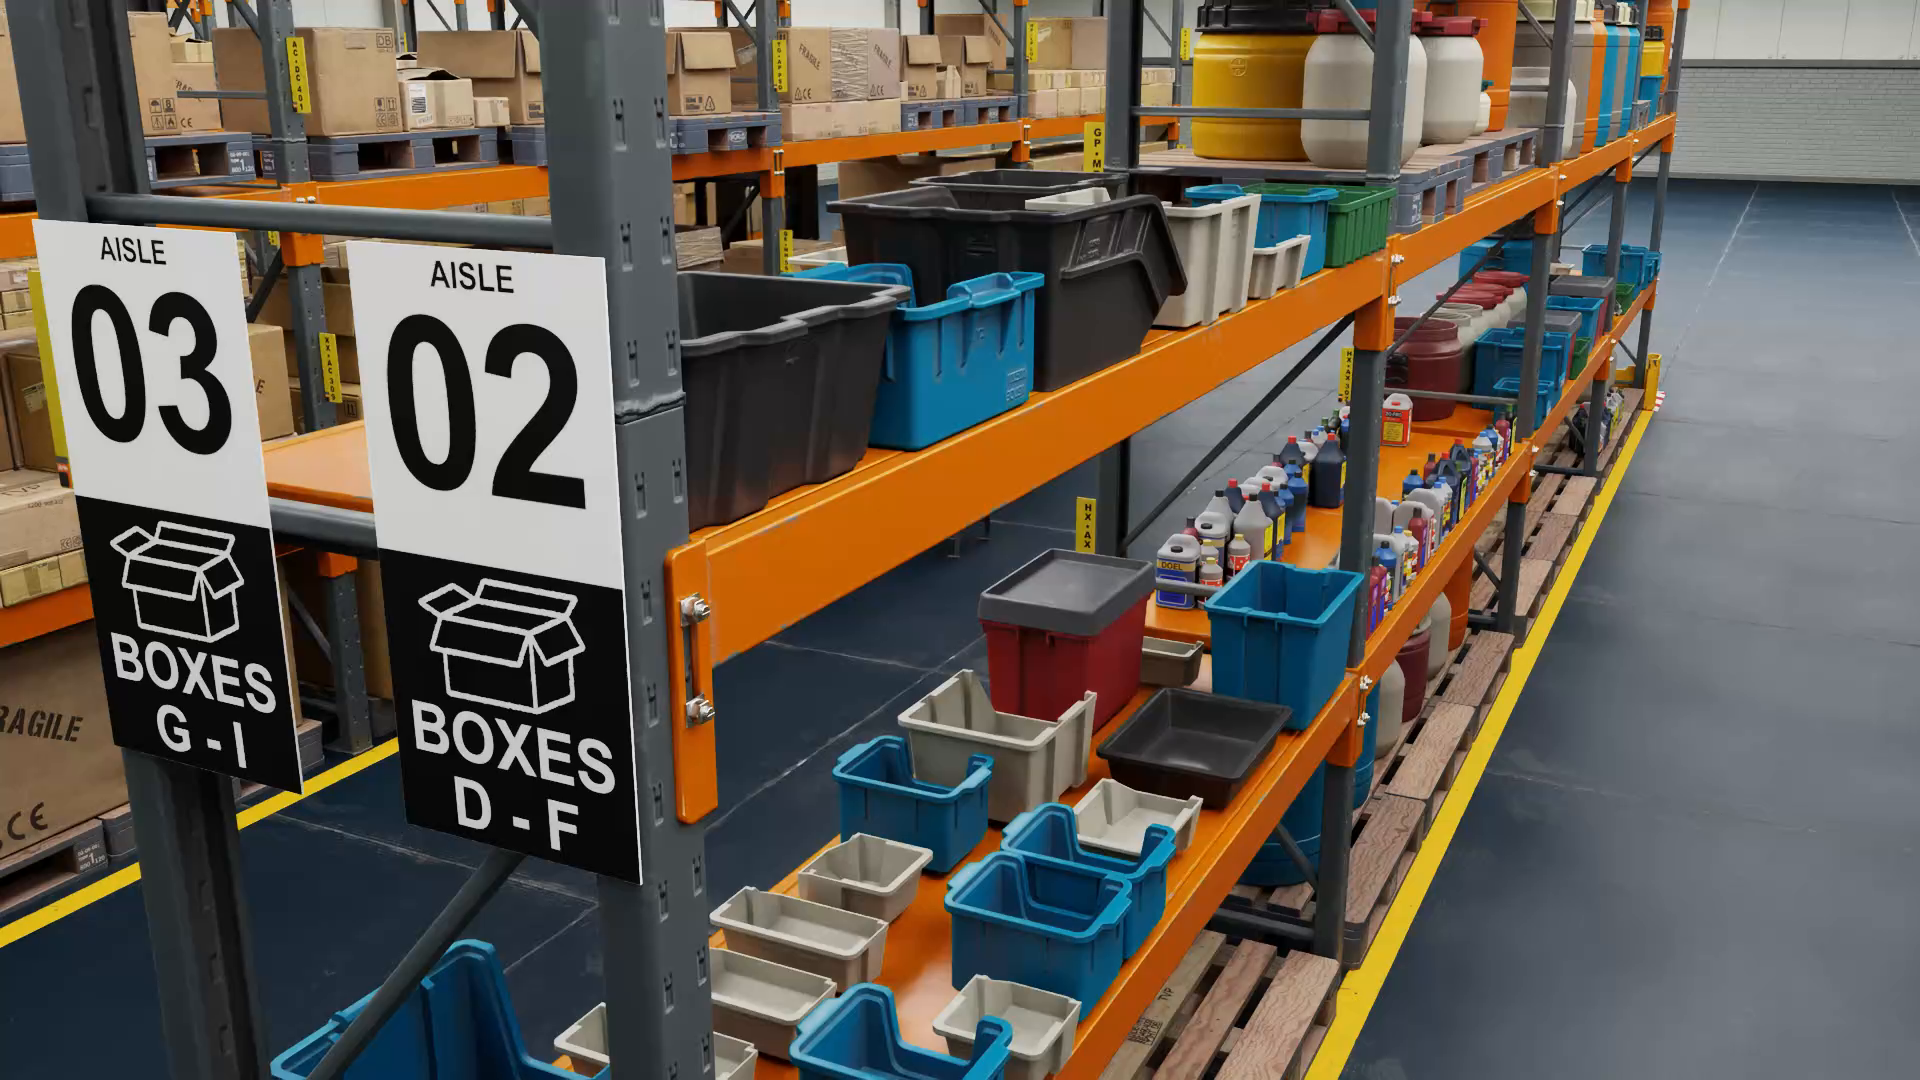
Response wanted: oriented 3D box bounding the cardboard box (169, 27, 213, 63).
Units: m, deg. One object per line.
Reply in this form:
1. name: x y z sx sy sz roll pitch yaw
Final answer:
1. cardboard box: -6.010 -3.818 12.821 0.396 0.266 0.258 8 18 25

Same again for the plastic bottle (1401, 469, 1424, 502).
1. plastic bottle: 2.074 -0.192 7.628 0.097 0.271 0.097 0 17 0

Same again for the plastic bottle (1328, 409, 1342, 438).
1. plastic bottle: 1.972 -0.543 8.788 0.061 0.283 0.133 8 18 25

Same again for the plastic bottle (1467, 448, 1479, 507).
1. plastic bottle: 2.452 -0.310 8.003 0.061 0.283 0.133 8 18 25

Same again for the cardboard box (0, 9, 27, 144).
1. cardboard box: -3.997 -1.817 6.516 0.700 0.500 0.500 9 19 28

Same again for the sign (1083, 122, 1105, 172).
1. sign: 0.483 -1.308 5.875 0.100 0.325 0.005 8 18 25

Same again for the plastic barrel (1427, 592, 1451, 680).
1. plastic barrel: 2.386 0.459 8.842 0.421 0.512 0.421 0 17 0

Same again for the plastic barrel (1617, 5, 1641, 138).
1. plastic barrel: 4.516 -3.354 11.899 0.600 0.901 0.708 8 18 25

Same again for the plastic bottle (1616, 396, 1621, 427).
1. plastic bottle: 5.709 -1.137 14.596 0.152 0.276 0.135 8 18 24

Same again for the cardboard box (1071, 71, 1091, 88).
1. cardboard box: 1.006 -4.331 15.634 0.380 0.149 0.250 8 18 24

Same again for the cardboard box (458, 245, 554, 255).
1. cardboard box: -2.598 -1.451 9.705 0.797 0.503 0.637 9 19 27

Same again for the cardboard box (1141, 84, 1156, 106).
1. cardboard box: 1.697 -4.565 17.121 0.500 0.250 0.500 8 18 26

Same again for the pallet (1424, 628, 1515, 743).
1. pallet: 2.447 0.729 9.200 1.003 0.211 1.213 8 18 25

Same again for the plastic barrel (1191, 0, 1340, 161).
1. plastic barrel: 1.201 -1.783 6.422 0.600 0.588 0.600 0 17 0

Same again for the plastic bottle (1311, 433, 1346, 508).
1. plastic bottle: 1.781 -0.343 7.997 0.144 0.351 0.185 8 18 25

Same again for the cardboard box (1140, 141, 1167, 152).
1. cardboard box: 1.881 -3.980 17.702 0.500 0.500 0.500 8 18 25

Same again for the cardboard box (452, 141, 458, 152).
1. cardboard box: -6.993 -5.255 21.993 0.700 0.500 0.500 8 18 24

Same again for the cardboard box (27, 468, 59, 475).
1. cardboard box: -3.648 -0.218 7.231 0.500 0.250 0.500 9 19 27

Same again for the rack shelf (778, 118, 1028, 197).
1. rack shelf: -0.775 -3.047 13.009 1.077 0.370 4.000 8 18 25

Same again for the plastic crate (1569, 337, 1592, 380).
1. plastic crate: 4.024 -1.252 11.343 0.450 0.188 0.662 8 18 25

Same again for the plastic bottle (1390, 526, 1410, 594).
1. plastic bottle: 1.762 0.078 6.720 0.097 0.271 0.097 0 17 0

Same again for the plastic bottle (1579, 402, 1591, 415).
1. plastic bottle: 5.412 -1.060 14.335 0.152 0.276 0.135 8 18 25

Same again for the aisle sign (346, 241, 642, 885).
1. aisle sign: -0.579 0.034 2.077 0.394 0.787 0.004 8 18 25

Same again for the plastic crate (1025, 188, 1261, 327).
1. plastic crate: 0.454 -0.683 3.994 0.437 0.282 0.530 8 18 25

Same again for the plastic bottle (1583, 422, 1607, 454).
1. plastic bottle: 5.204 -0.849 13.627 0.152 0.276 0.135 9 19 27

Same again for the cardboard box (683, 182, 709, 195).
1. cardboard box: -3.342 -4.210 18.770 0.875 0.550 0.500 8 18 25

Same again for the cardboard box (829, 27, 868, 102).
1. cardboard box: -0.999 -3.385 11.832 0.500 0.500 0.500 8 18 26

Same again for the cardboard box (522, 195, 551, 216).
1. cardboard box: -4.490 -3.520 16.675 0.700 0.500 0.500 8 18 24

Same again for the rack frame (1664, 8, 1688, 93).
1. rack frame: 6.337 -5.728 15.503 1.000 3.000 0.127 8 18 25

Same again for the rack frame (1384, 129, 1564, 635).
1. rack frame: 2.762 -0.814 9.497 1.000 3.000 0.127 8 18 25

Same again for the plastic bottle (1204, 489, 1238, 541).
1. plastic bottle: 1.093 -0.047 7.002 0.144 0.351 0.185 8 18 25

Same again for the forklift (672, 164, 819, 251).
1. forklift: -1.916 -2.227 14.373 1.130 2.935 3.031 7 18 23

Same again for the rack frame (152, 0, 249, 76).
1. rack frame: -6.061 -4.977 12.975 1.000 3.000 0.127 8 18 25

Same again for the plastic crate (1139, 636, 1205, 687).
1. plastic crate: 0.639 0.403 5.757 0.396 0.136 0.243 8 18 25

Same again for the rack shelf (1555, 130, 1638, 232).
1. rack shelf: 3.656 -2.416 10.887 1.077 0.370 4.000 8 18 25

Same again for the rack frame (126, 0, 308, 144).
1. rack frame: -3.456 -3.301 7.334 1.000 3.000 0.127 8 18 25

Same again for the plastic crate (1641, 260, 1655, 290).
1. plastic crate: 6.085 -2.450 15.267 0.499 0.251 0.408 8 18 25

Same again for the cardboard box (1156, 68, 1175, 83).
1. cardboard box: 2.061 -4.929 17.645 0.380 0.149 0.250 8 18 25

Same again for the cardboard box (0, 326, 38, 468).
1. cardboard box: -4.126 -0.641 7.340 0.500 0.500 0.500 8 18 25

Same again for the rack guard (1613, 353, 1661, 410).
1. rack guard: 6.345 -1.628 16.628 1.175 0.500 0.348 8 18 25

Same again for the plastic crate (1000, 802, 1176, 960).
1. plastic crate: 0.314 0.842 4.108 0.416 0.233 0.300 8 18 25

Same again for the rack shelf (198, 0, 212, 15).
1. rack shelf: -9.641 -5.554 16.883 1.077 0.370 4.000 8 18 25

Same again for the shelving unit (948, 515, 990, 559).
1. shelving unit: -0.074 -0.964 11.583 0.431 2.100 0.503 8 18 25

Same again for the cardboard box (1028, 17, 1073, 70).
1. cardboard box: 1.001 -5.006 16.766 0.500 0.500 0.500 8 18 25

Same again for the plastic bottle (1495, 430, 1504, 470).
1. plastic bottle: 2.792 -0.476 8.706 0.097 0.201 0.097 0 17 0

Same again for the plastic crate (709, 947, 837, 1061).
1. plastic crate: -0.468 1.019 3.684 0.396 0.136 0.243 8 18 25

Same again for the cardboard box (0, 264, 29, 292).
1. cardboard box: -6.684 -1.819 11.540 0.380 0.149 0.250 9 19 27

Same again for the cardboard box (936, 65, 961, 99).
1. cardboard box: -0.212 -3.786 13.732 0.396 0.266 0.258 9 19 27

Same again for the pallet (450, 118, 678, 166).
1. pallet: -2.406 -2.336 9.683 1.003 0.211 1.213 9 19 28

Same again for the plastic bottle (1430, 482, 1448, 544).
1. plastic bottle: 2.116 -0.124 7.399 0.097 0.271 0.097 0 17 0

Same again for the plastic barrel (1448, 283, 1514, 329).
1. plastic barrel: 3.598 -1.495 11.552 0.433 0.535 0.433 0 17 0

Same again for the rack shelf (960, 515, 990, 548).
1. rack shelf: -0.074 -0.280 11.787 0.431 0.518 0.480 8 18 25

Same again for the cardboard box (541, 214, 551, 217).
1. cardboard box: -4.268 -3.001 16.683 0.500 0.500 0.500 8 18 25

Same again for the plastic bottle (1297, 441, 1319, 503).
1. plastic bottle: 1.660 -0.332 8.092 0.152 0.276 0.135 8 18 25

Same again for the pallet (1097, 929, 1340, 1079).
1. pallet: 0.681 1.734 5.816 1.003 0.211 1.213 8 18 25

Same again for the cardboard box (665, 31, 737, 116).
1. cardboard box: -1.877 -2.968 10.563 0.797 0.503 0.637 9 19 29

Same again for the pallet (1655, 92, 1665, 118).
1. pallet: 5.879 -4.001 15.289 1.003 0.211 1.213 8 18 25

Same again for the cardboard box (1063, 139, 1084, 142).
1. cardboard box: 1.416 -4.046 17.925 0.500 0.500 0.500 8 18 25
